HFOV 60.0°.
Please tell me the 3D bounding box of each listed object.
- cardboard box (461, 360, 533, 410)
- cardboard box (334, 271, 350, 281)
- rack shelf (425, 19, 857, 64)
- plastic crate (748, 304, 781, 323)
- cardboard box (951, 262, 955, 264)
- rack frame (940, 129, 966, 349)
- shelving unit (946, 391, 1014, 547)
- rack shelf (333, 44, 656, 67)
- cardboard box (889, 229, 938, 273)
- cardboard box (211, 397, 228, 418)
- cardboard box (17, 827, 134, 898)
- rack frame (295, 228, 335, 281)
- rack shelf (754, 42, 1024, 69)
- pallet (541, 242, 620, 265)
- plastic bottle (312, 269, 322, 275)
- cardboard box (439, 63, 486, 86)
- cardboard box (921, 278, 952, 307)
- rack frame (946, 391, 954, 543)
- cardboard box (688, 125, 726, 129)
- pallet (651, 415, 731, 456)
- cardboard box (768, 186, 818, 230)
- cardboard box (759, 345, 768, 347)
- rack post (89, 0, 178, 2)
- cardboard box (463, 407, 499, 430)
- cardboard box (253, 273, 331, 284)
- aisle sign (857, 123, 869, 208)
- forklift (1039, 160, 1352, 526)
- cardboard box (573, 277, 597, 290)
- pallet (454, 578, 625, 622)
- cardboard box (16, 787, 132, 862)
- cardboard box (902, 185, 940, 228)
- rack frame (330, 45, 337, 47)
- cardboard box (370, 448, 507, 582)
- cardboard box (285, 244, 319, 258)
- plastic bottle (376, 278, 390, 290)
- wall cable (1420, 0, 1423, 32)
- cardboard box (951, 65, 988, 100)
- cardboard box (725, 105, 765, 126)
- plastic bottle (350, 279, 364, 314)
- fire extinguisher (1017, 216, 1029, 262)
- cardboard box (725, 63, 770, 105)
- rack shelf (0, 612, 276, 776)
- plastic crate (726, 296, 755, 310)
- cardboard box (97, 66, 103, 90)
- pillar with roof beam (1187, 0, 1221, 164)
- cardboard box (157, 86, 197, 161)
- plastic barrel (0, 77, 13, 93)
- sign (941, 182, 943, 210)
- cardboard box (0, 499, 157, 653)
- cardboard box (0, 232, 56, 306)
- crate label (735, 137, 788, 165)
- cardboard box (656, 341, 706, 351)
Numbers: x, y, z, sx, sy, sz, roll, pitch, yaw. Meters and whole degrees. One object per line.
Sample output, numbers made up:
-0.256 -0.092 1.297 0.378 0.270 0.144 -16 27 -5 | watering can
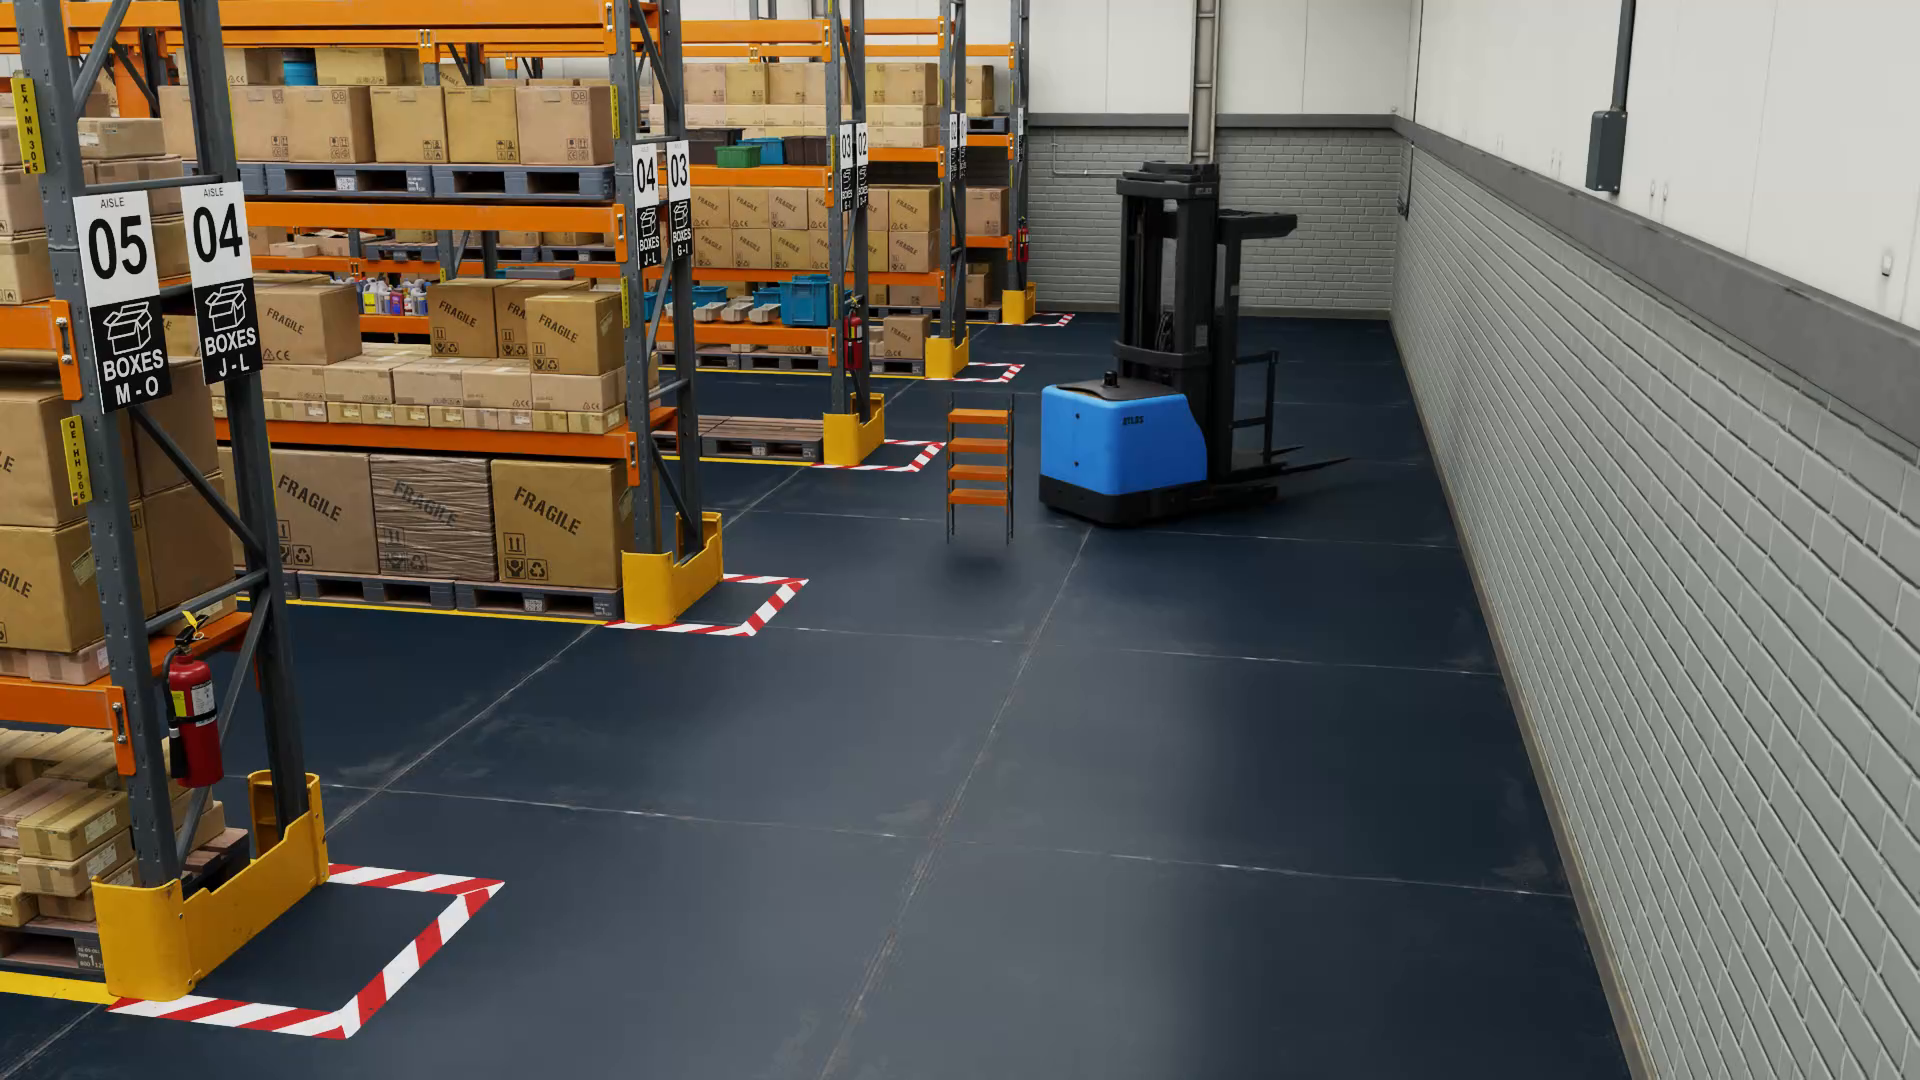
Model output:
-3.087 -1.076 11.480 0.500 0.250 0.500 3 16 10 | cardboard box
-10.136 -4.519 28.046 0.500 0.500 0.700 4 16 13 | cardboard box
-3.036 -4.775 15.969 4.000 0.370 1.077 3 16 11 | rack shelf
-1.911 -2.214 16.249 0.243 0.136 0.396 3 16 11 | plastic crate
-0.220 -4.202 25.724 0.250 0.149 0.380 4 16 13 | cardboard box
-0.085 -3.612 20.913 0.127 3.000 1.000 3 16 11 | rack frame
0.162 -0.569 13.300 0.503 1.200 0.258 3 16 11 | shelving unit
-5.965 -6.283 21.414 4.000 0.370 1.077 3 16 11 | rack shelf
-0.578 -3.613 20.729 0.500 0.500 0.500 4 16 13 | cardboard box
-5.243 -0.982 11.889 0.250 0.149 0.380 4 16 13 | cardboard box
-3.724 1.346 7.011 0.250 0.149 0.380 3 16 10 | cardboard box
-10.861 -5.547 27.897 0.127 3.000 1.000 3 16 11 | rack frame
-1.061 -7.366 25.325 4.000 0.370 1.077 3 16 11 | rack shelf
-4.766 -3.804 21.964 1.213 0.211 1.003 3 16 11 | pallet
-6.854 -2.711 17.754 0.185 0.351 0.144 3 16 11 | plastic bottle
-6.499 -5.934 21.617 0.500 0.500 0.500 3 16 11 | cardboard box
-0.298 -3.944 26.006 0.500 0.500 0.700 3 16 11 | cardboard box
-0.077 -0.582 13.347 0.015 1.200 0.240 3 16 11 | rack frame
-3.088 -5.080 20.874 0.500 0.250 0.500 3 16 11 | cardboard box
-3.068 -1.092 17.040 1.213 0.211 1.003 3 16 11 | pallet
-2.083 -4.174 20.882 0.500 0.500 0.500 4 16 13 | cardboard box
-2.655 -2.745 21.996 0.500 0.311 0.500 3 16 11 | cardboard box
-8.197 -5.569 16.881 0.937 0.300 0.954 3 16 11 | rack post
-3.224 -0.873 11.496 0.250 0.149 0.380 3 16 12 | cardboard box
-4.989 -1.684 12.271 0.500 0.500 0.500 3 16 12 | cardboard box
-0.946 -3.643 16.156 0.004 0.787 0.394 3 16 11 | aisle sign
2.194 -1.808 14.529 3.031 2.935 1.130 -10 18 -33 | forklift
-6.247 -4.427 27.094 0.750 0.750 0.750 3 16 10 | cardboard box
-2.862 0.301 12.011 1.213 0.211 1.003 3 16 11 | pallet
-3.719 1.194 7.002 0.250 0.149 0.380 3 16 12 | cardboard box
-0.467 -4.235 21.101 0.500 0.500 0.500 4 16 13 | cardboard box
-7.925 -6.929 21.649 0.127 3.000 1.000 3 16 11 | rack frame
-3.598 -0.261 12.008 0.875 0.875 0.875 3 16 11 | cardboard box
-8.861 -3.892 22.395 0.250 0.149 0.380 3 16 11 | cardboard box
-5.933 -2.507 17.015 0.185 0.351 0.144 3 16 11 | plastic bottle
5.831 -7.635 20.553 0.112 2.526 3.097 3 16 11 | wall cable
0.127 -6.861 24.925 0.500 0.500 0.500 3 16 11 | cardboard box
-2.600 -5.293 20.705 0.500 0.250 0.500 3 16 11 | cardboard box
-6.143 -2.479 16.914 0.185 0.351 0.144 3 16 11 | plastic bottle
0.954 -4.563 25.188 0.183 0.674 0.296 3 16 11 | fire extinguisher
-2.568 -5.696 20.757 0.500 0.500 0.700 3 16 11 | cardboard box
-5.110 0.511 7.374 4.000 0.370 1.077 3 16 11 | rack shelf
-2.215 -2.393 16.892 0.298 0.136 0.250 3 16 11 | plastic crate
-13.970 -7.621 27.668 0.500 0.500 0.500 3 16 10 | cardboard box
2.859 -6.756 21.024 0.400 9.000 9.100 3 16 11 | pillar with roof beam
-5.204 -2.952 11.750 0.500 0.500 0.700 2 16 8 | cardboard box
-10.318 -4.530 17.803 0.708 0.830 0.600 3 16 11 | plastic barrel
-0.215 -4.178 20.196 0.005 0.325 0.100 3 16 11 | sign
-3.642 0.123 6.684 0.500 0.500 0.500 3 16 12 | cardboard box
-3.649 -1.057 6.351 0.500 0.250 0.500 3 16 10 | cardboard box
-1.915 -3.824 16.338 0.502 0.251 0.408 3 16 11 | crate label
-3.637 -2.662 21.697 0.500 0.311 0.500 3 16 11 | cardboard box
